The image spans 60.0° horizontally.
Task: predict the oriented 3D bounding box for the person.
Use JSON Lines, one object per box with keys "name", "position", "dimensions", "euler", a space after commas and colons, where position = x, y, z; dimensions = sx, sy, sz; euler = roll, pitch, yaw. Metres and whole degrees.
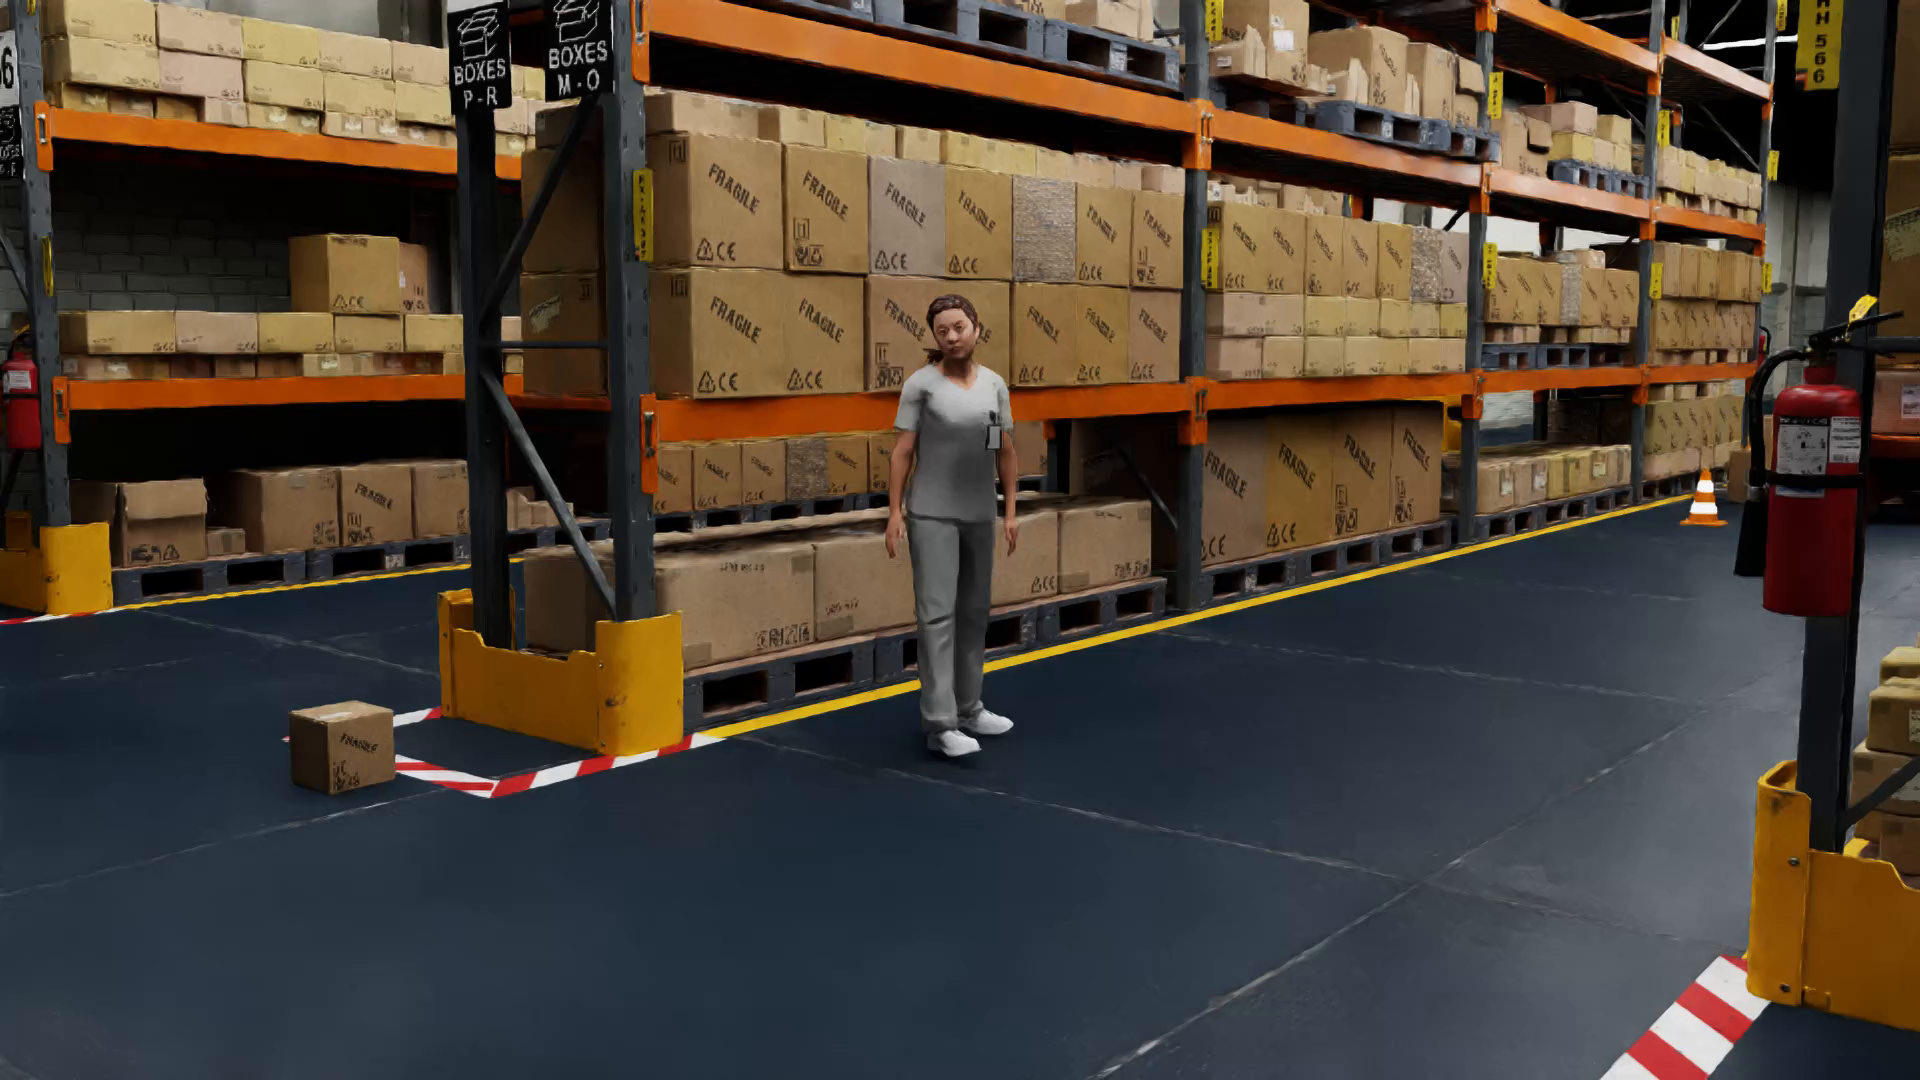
{"name": "person", "position": [-0.009, -0.067, 6.106], "dimensions": [0.560, 1.668, 0.565], "euler": [-4, 8, -30]}
